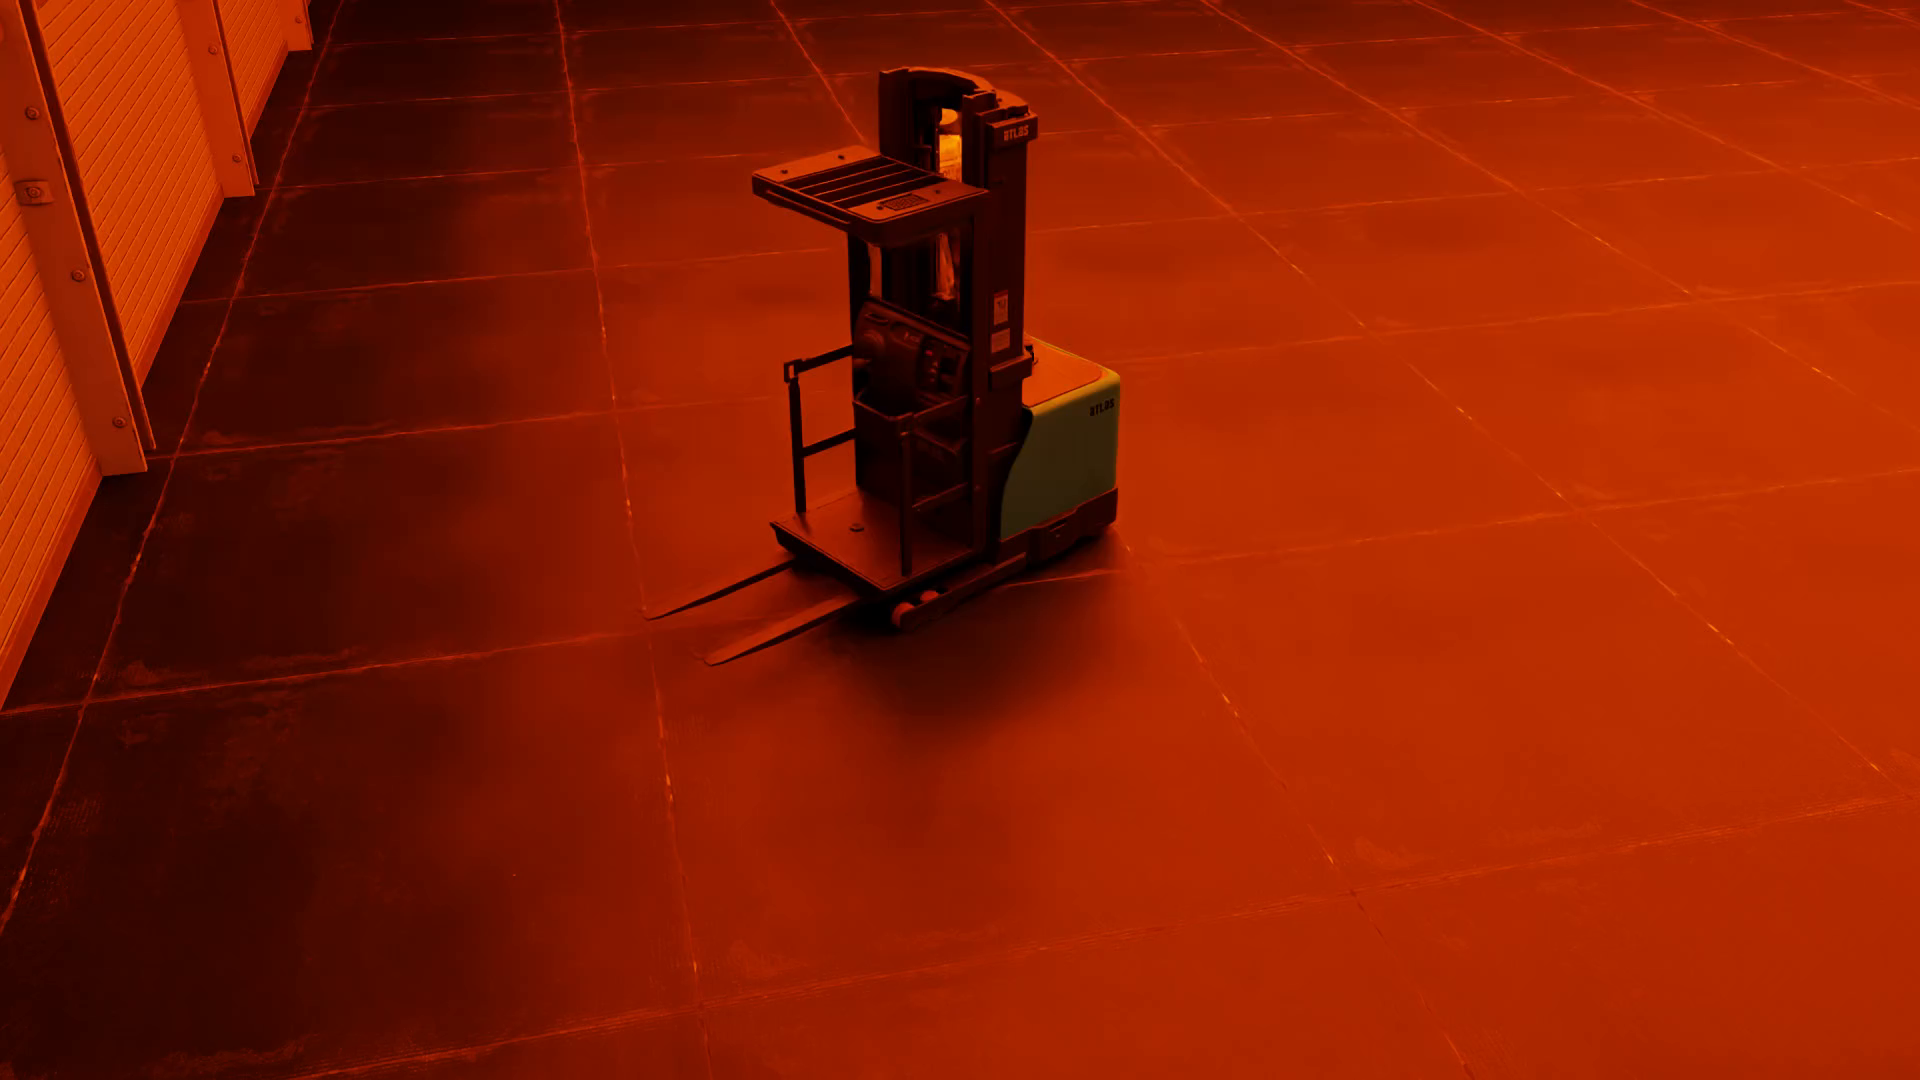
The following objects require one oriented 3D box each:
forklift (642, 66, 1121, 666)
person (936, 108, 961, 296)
[{"bbox_3d":[-0.437,-1.035,9.363,3.031,2.935,1.130,-24,38,-35],"label":"forklift"},{"bbox_3d":[-0.151,-2.754,13.553,0.569,1.693,0.530,-12,32,-19],"label":"person"}]
